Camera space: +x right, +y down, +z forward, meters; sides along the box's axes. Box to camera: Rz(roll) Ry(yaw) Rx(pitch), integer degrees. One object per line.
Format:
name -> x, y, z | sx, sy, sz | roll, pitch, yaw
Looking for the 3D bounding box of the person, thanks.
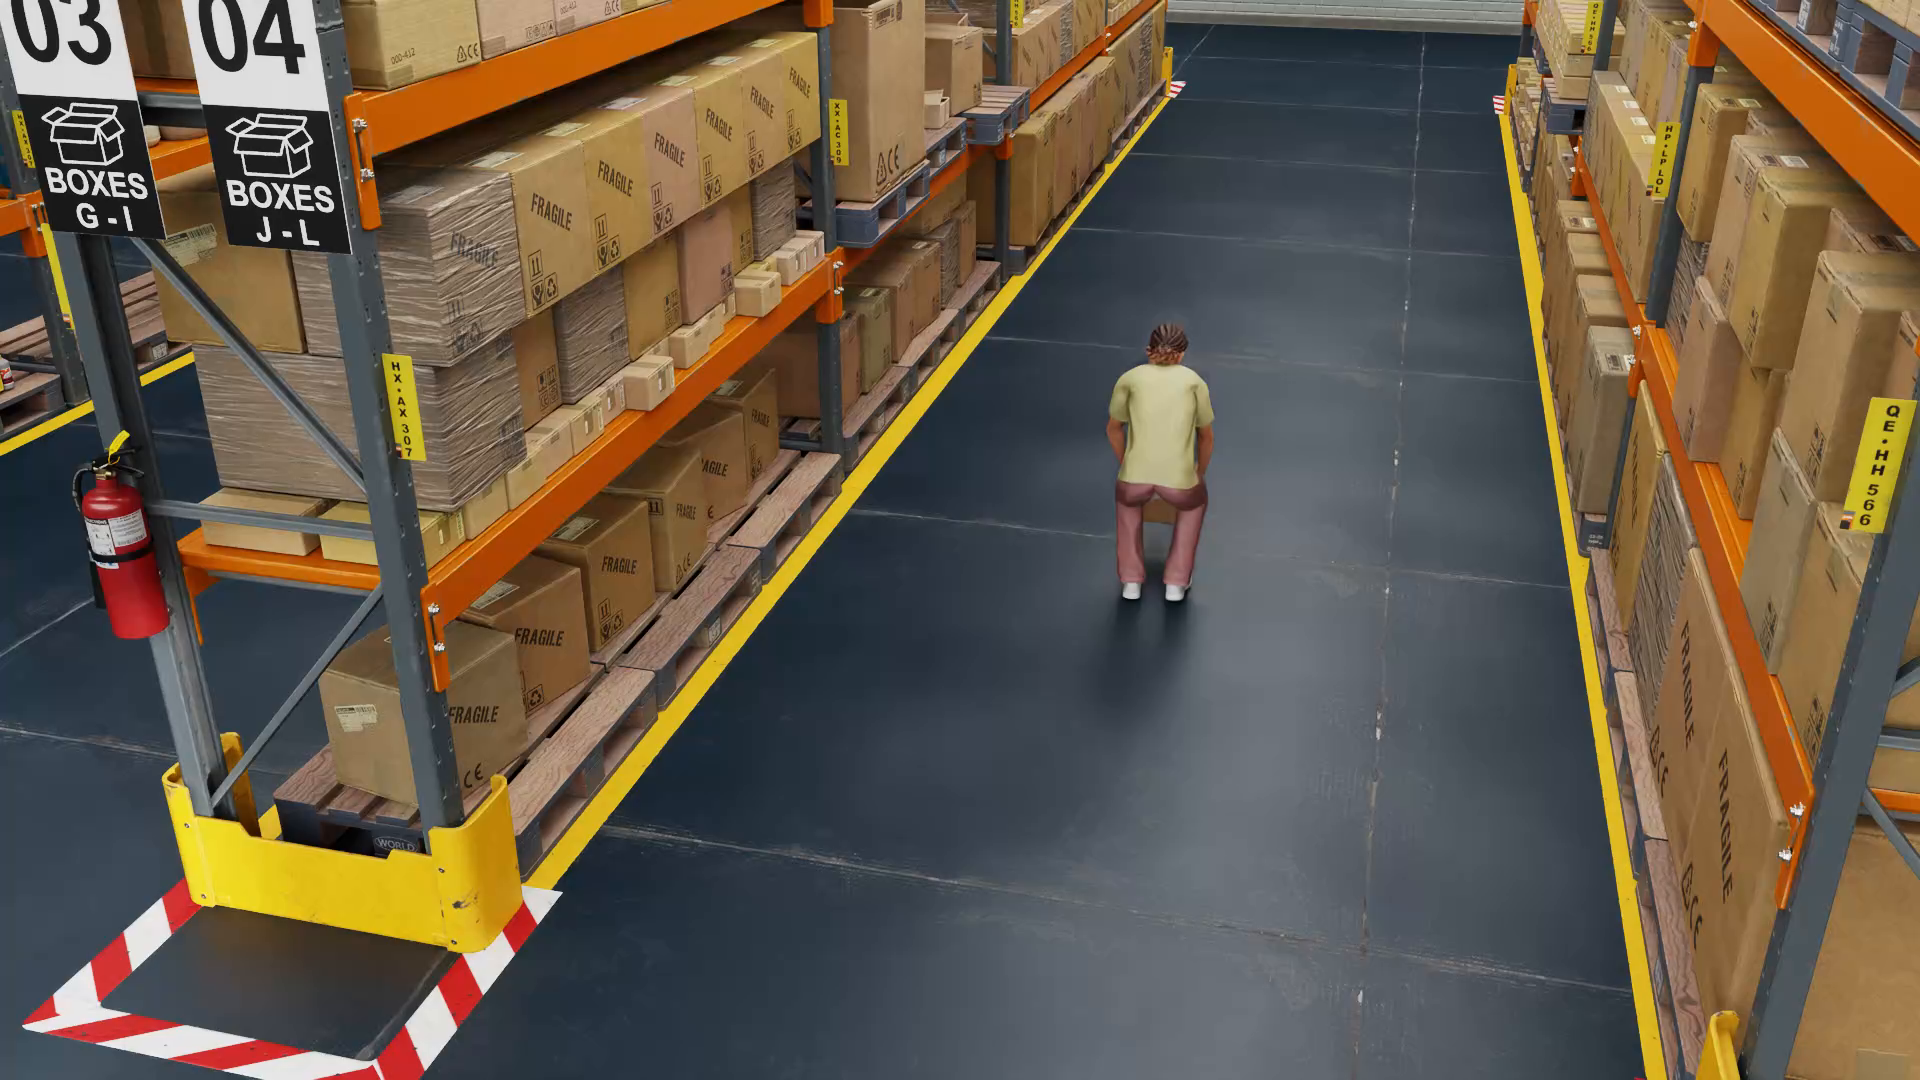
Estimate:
person -> 0.923, -0.350, 7.848 | 0.511, 1.250, 0.704 | 6, 26, 13
